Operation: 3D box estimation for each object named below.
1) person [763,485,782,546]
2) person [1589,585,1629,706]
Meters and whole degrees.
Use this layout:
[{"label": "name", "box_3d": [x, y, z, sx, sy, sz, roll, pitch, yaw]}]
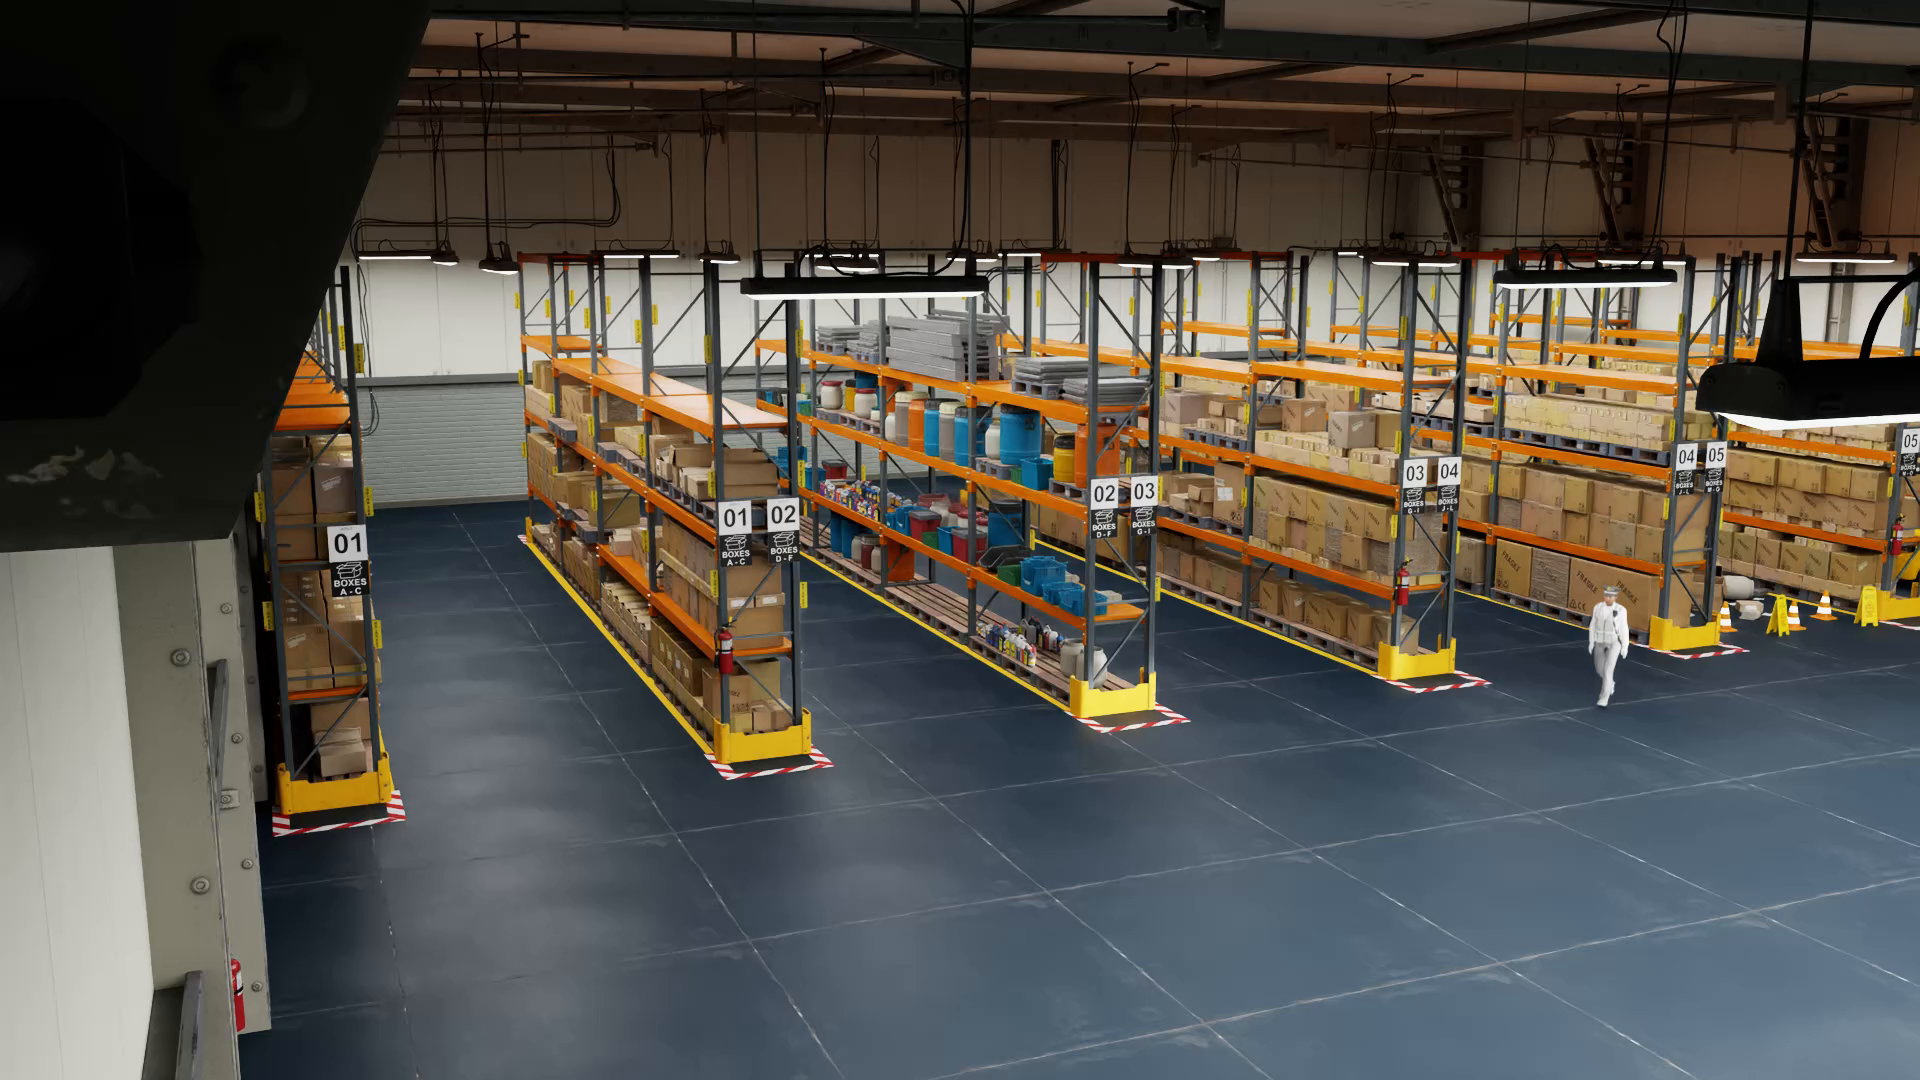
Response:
[{"label": "person", "box_3d": [-3.845, -0.497, 33.058, 0.574, 1.743, 0.766, 1, 10, 4]}, {"label": "person", "box_3d": [8.878, 1.411, 22.759, 0.518, 1.644, 0.842, 10, 14, 44]}]
